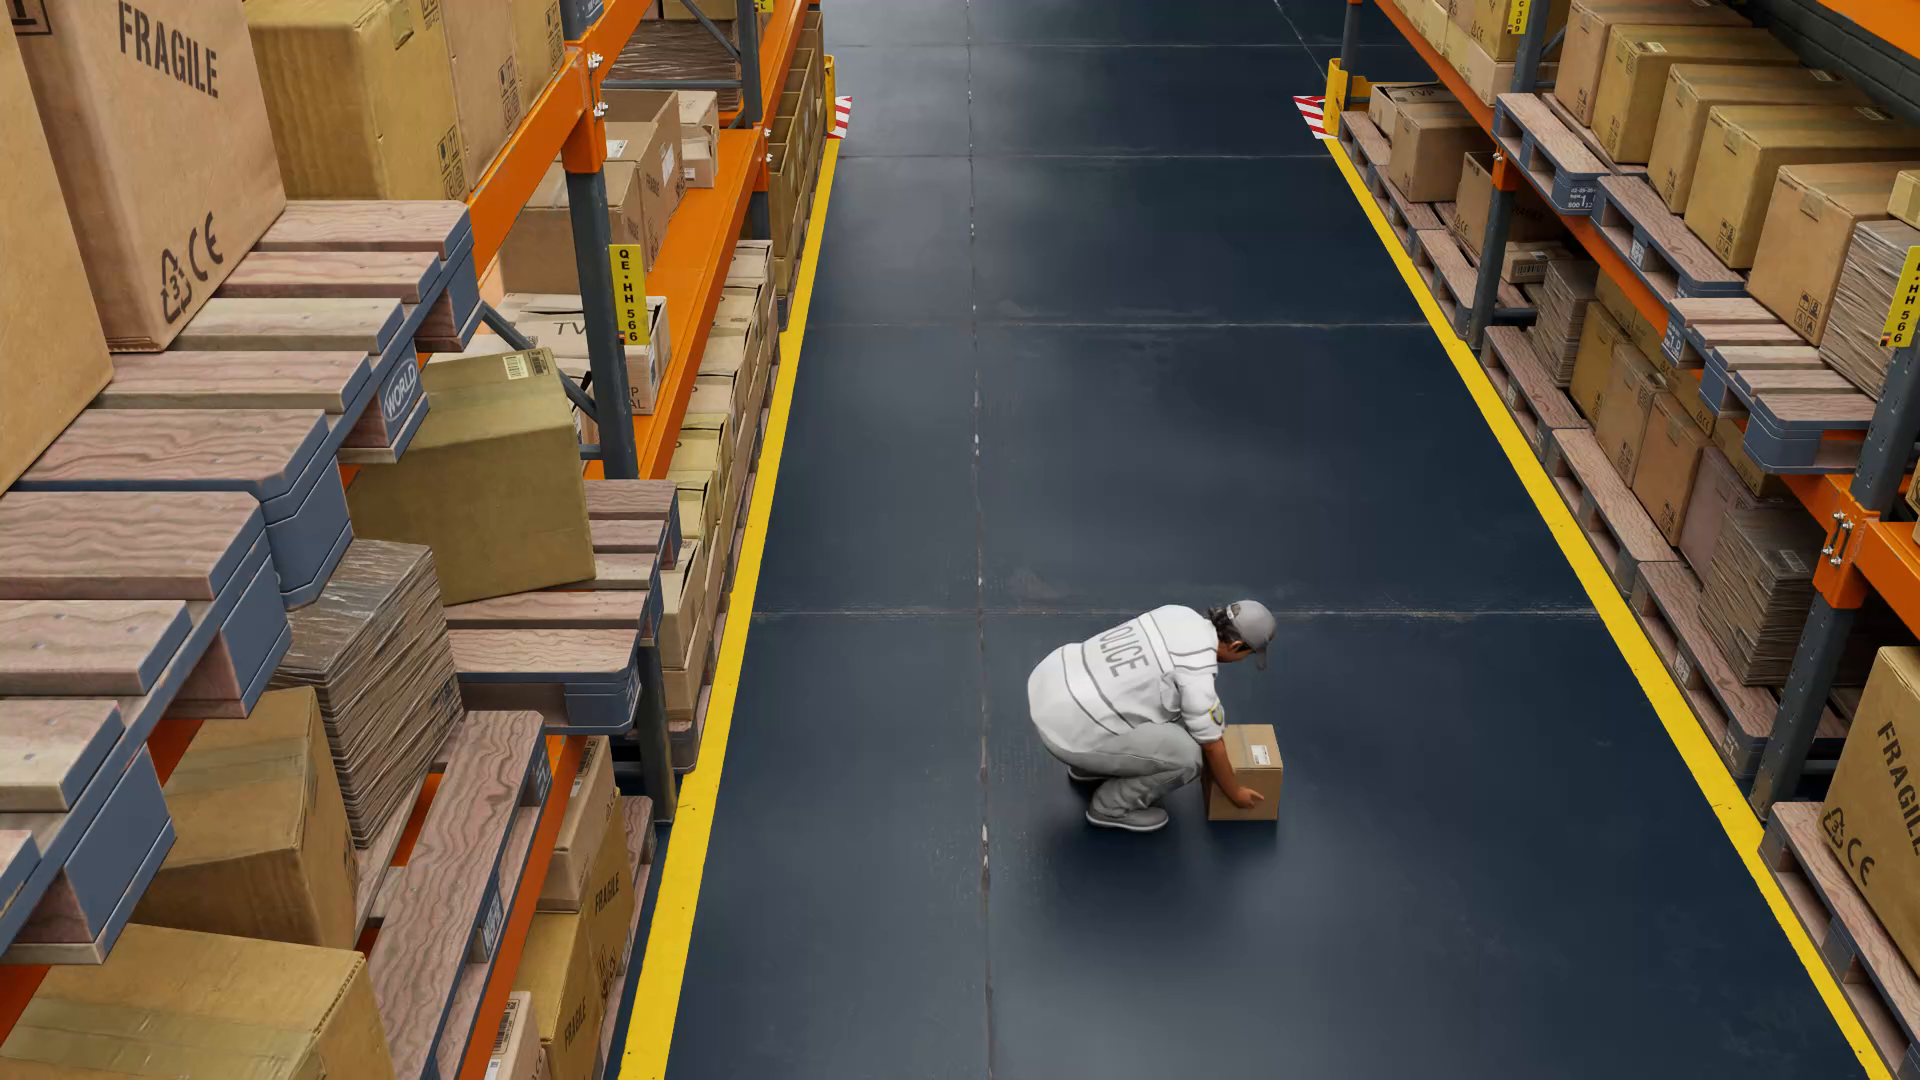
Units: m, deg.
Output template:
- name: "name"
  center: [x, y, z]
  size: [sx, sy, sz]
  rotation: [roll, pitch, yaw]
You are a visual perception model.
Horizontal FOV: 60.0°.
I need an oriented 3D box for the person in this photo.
- name: "person"
  center: [0.676, 0.603, 5.955]
  size: [0.867, 0.837, 0.517]
  rotation: [0, 32, 0]
